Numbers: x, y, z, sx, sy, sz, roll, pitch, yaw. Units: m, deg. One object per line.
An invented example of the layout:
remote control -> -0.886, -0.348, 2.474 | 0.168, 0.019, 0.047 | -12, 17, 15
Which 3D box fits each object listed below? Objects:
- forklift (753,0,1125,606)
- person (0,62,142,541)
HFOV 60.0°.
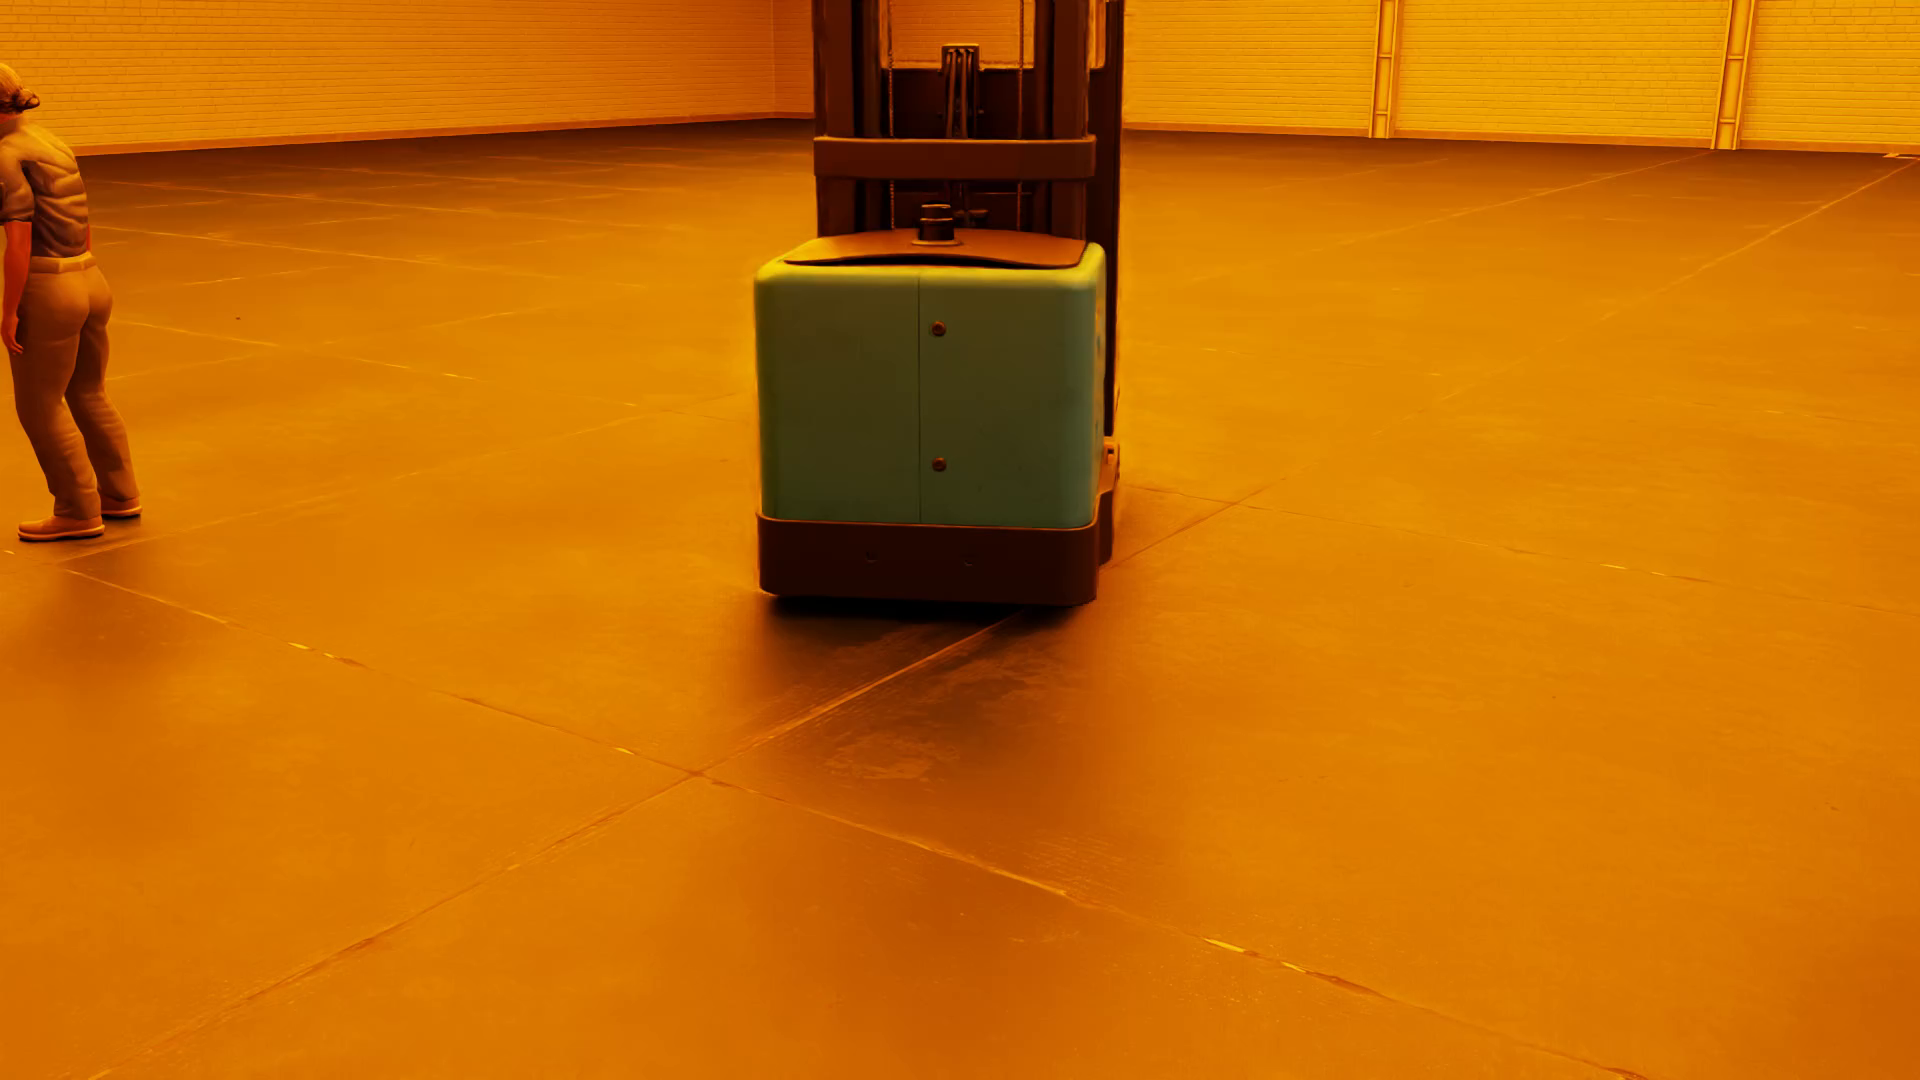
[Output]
forklift -> 0.057, -1.580, 6.118 | 1.130, 2.935, 3.031 | 2, 17, 6
person -> -3.208, -0.838, 5.866 | 0.349, 1.655, 0.532 | 0, 17, 1
